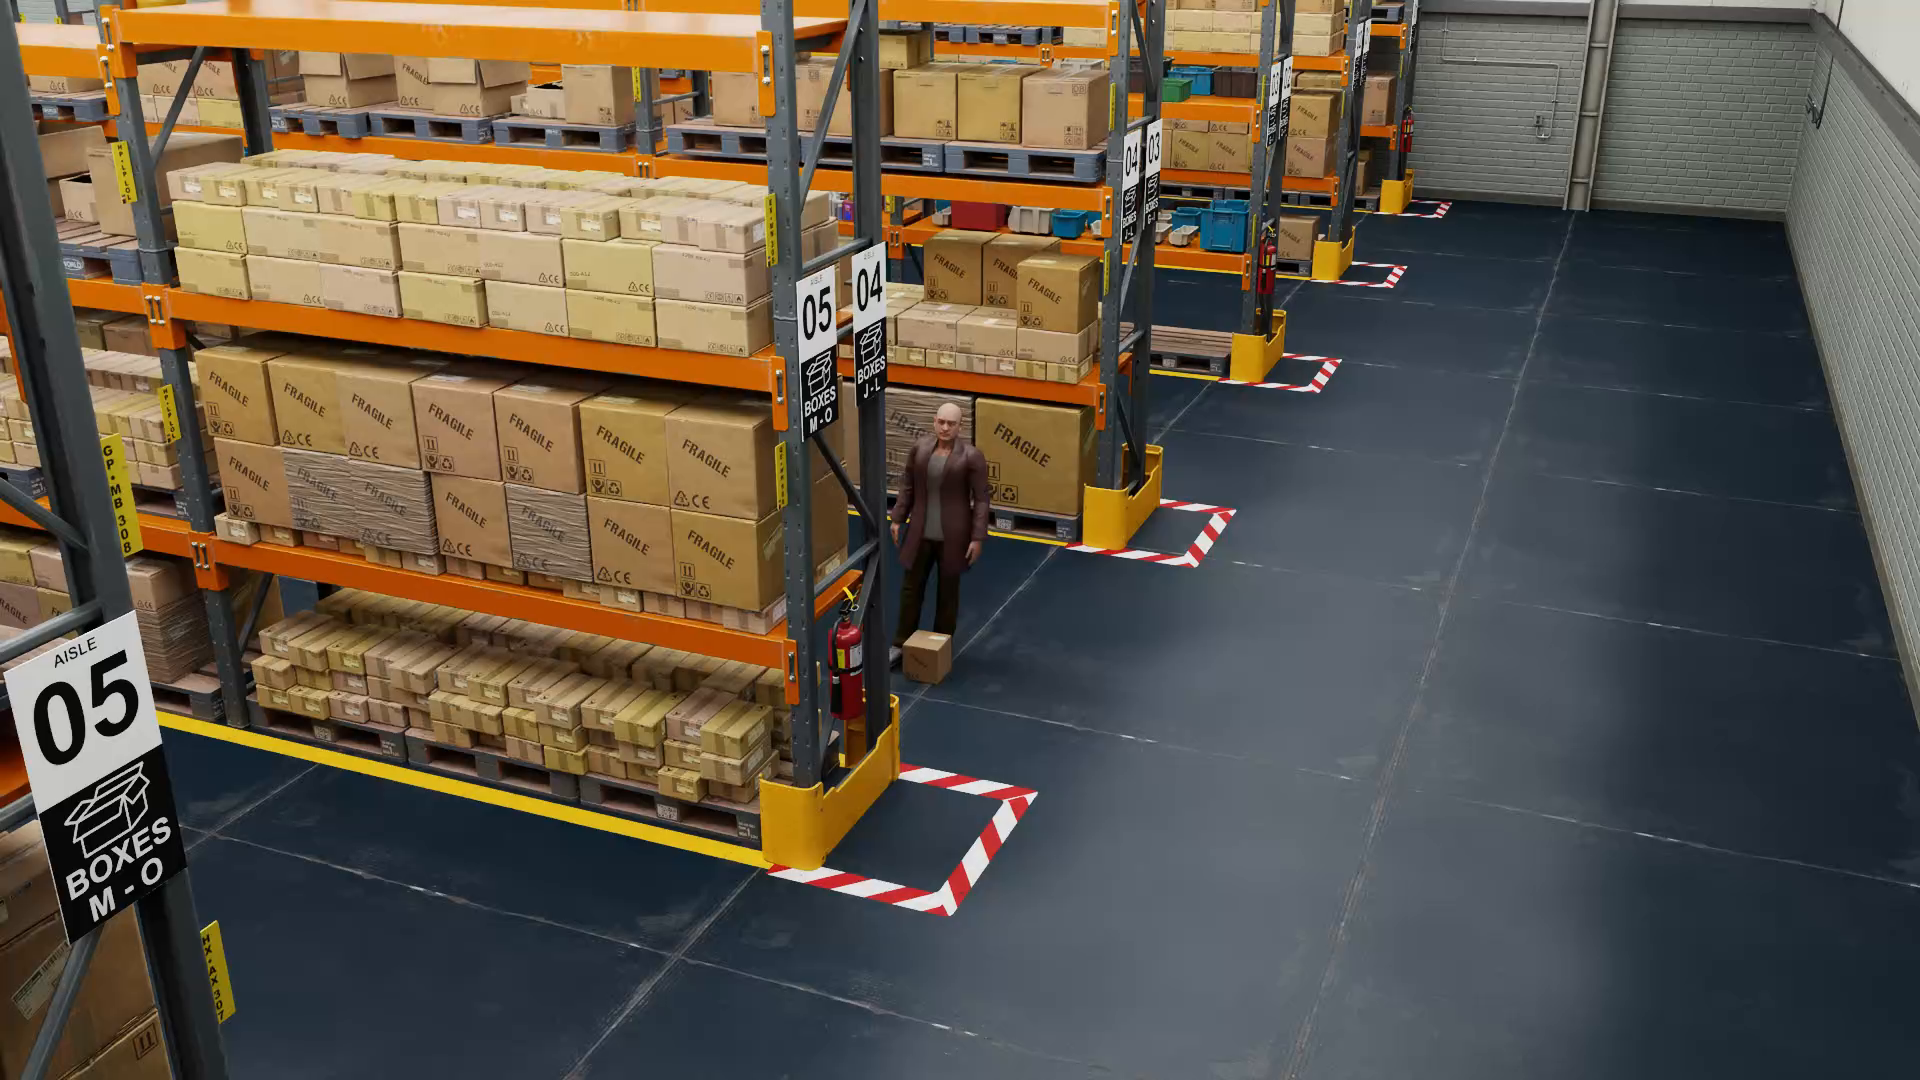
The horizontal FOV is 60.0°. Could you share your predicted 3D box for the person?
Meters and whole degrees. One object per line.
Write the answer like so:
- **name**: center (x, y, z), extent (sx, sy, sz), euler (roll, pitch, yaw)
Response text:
- **person**: center (-0.169, -0.008, 10.958), extent (0.698, 1.778, 0.580), euler (9, 24, 20)
